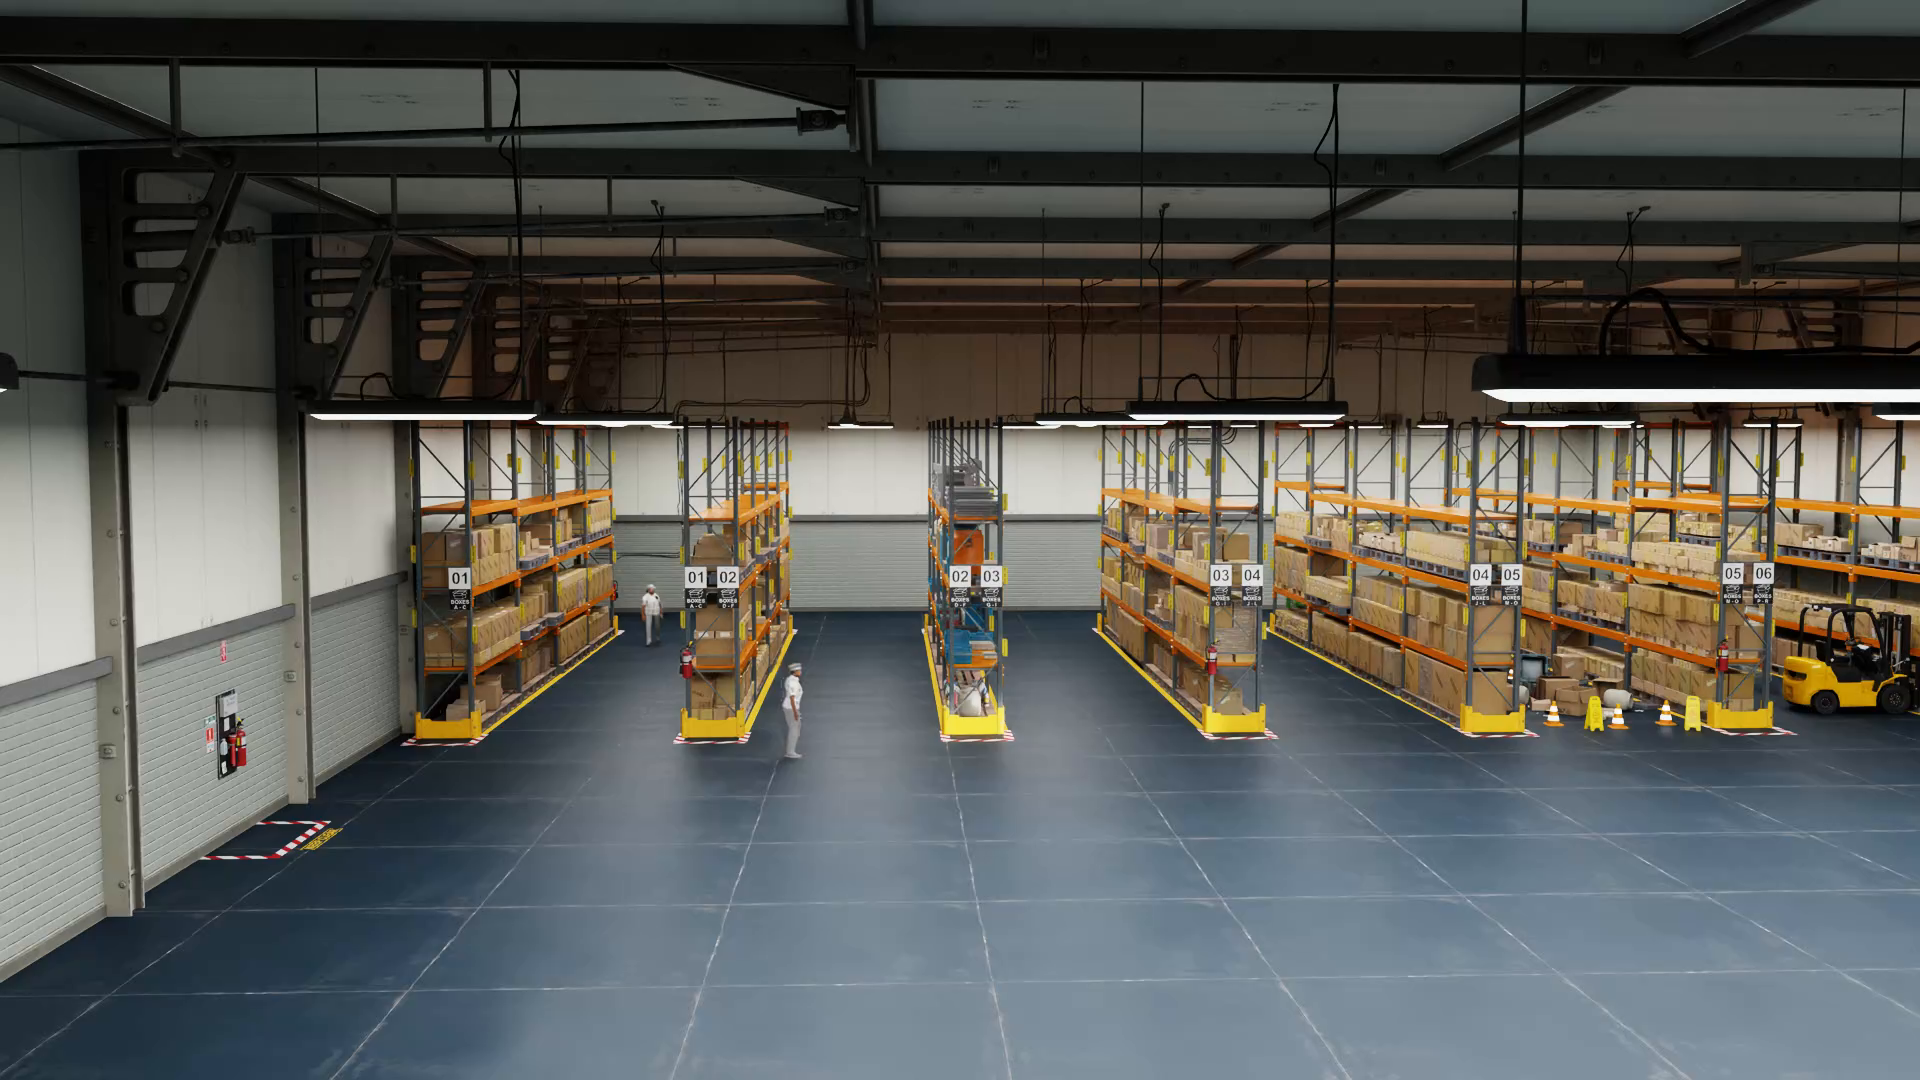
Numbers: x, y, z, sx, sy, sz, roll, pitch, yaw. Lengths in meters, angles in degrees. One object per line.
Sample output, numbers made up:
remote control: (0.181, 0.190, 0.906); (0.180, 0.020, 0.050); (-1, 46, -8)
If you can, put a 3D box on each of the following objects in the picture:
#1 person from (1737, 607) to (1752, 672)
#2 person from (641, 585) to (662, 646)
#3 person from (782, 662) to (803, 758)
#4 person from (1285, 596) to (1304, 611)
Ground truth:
person: (17.645, 2.386, 37.619); (0.644, 1.799, 0.692); (-1, 4, -12)
person: (-8.268, 1.999, 44.634); (0.552, 1.613, 0.917); (-1, 4, -8)
person: (-2.949, 3.019, 29.279); (0.364, 1.738, 0.541); (0, 4, -7)
person: (10.089, 1.555, 50.152); (0.748, 1.762, 0.564); (-3, 5, -42)
